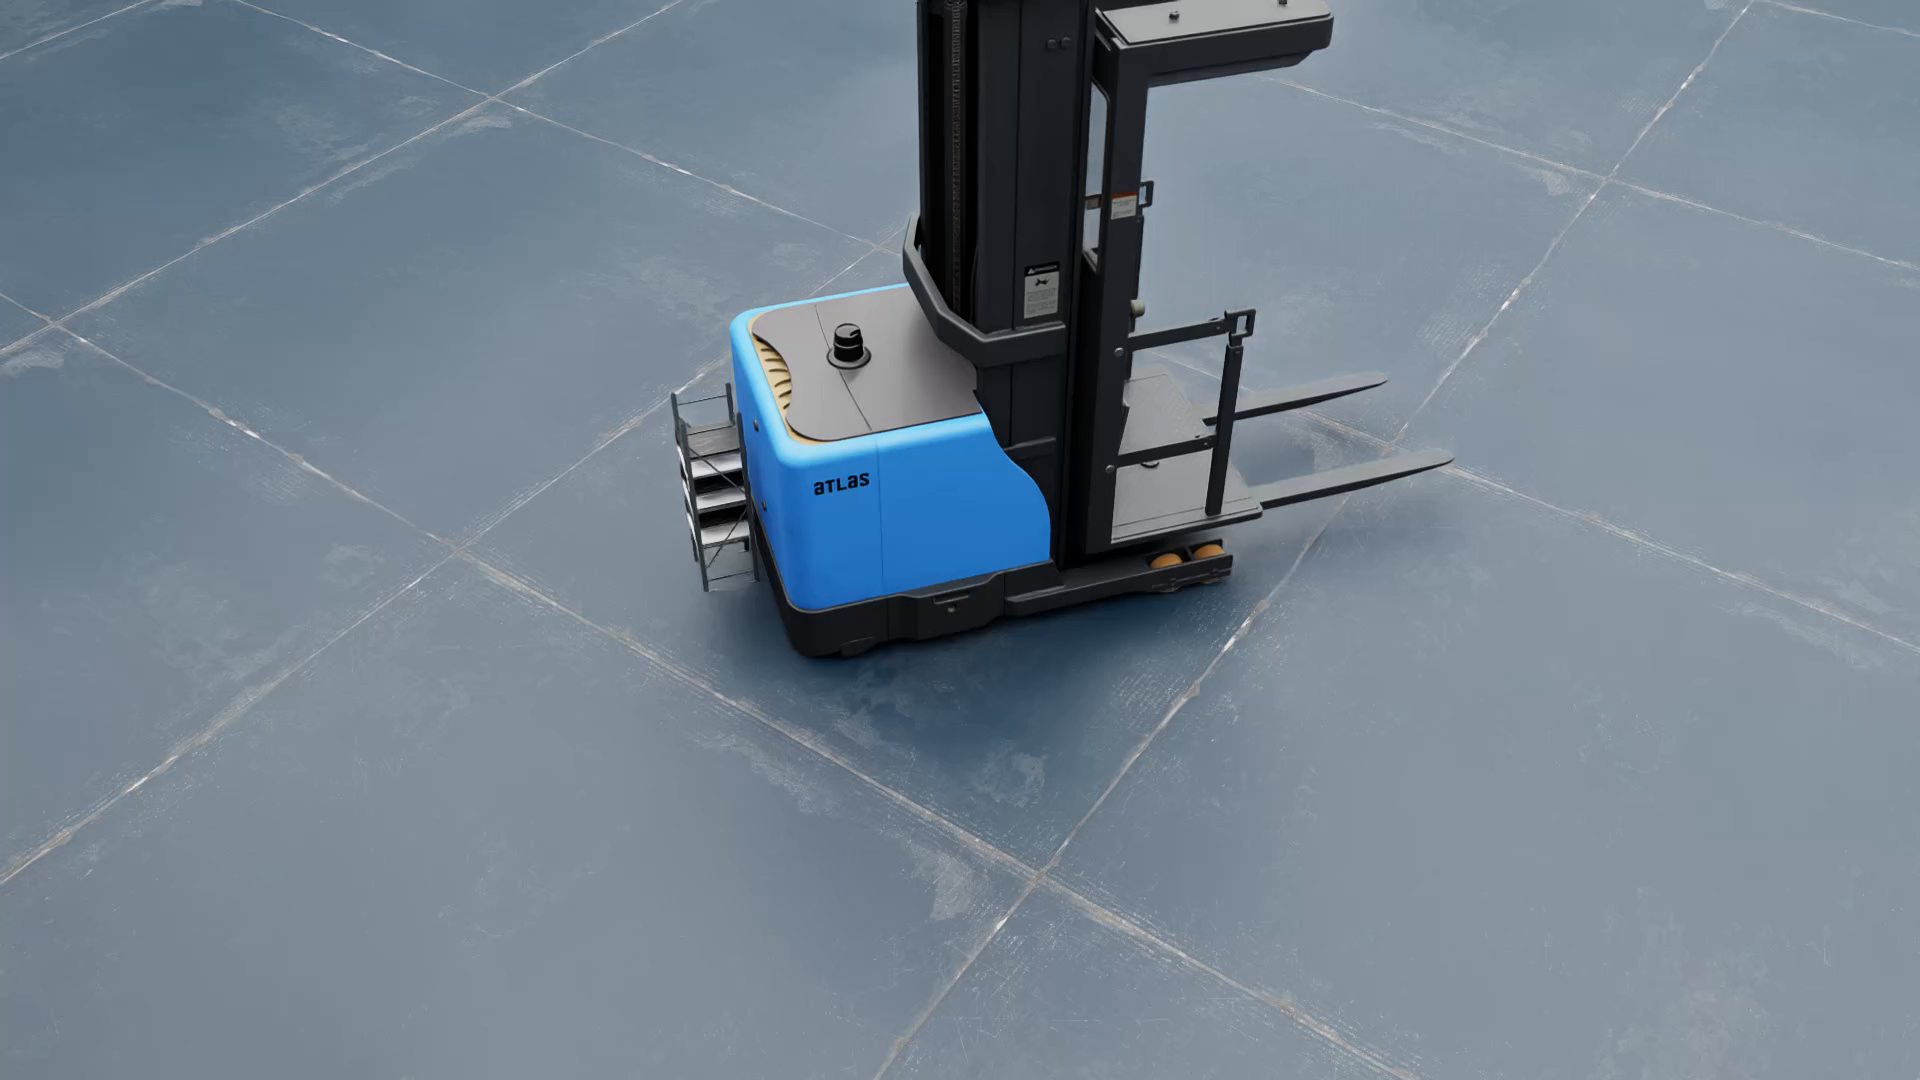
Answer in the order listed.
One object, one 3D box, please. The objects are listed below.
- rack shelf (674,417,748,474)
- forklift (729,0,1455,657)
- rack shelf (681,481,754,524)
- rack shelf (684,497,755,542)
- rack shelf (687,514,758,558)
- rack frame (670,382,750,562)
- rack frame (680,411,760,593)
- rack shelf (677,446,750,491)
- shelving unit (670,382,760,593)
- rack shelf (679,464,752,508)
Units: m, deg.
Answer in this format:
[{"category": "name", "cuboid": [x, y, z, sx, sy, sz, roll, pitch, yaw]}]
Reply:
[{"category": "rack shelf", "cuboid": [-0.995, -0.379, 6.643, 0.258, 0.077, 0.200, -12, 43, -13]}, {"category": "forklift", "cuboid": [0.638, -1.195, 6.388, 3.031, 2.935, 1.130, -12, 43, -13]}, {"category": "rack shelf", "cuboid": [-0.995, -0.178, 6.823, 0.258, 0.077, 0.200, -12, 43, -13]}, {"category": "rack shelf", "cuboid": [-0.994, -0.110, 6.883, 0.258, 0.077, 0.200, -12, 43, -13]}, {"category": "rack shelf", "cuboid": [-0.994, -0.043, 6.943, 0.258, 0.077, 0.200, -12, 43, -13]}, {"category": "rack frame", "cuboid": [-1.026, -0.267, 6.873, 0.240, 0.900, 0.006, -12, 43, -13]}, {"category": "rack frame", "cuboid": [-0.963, -0.138, 6.729, 0.240, 0.900, 0.006, -12, 43, -13]}, {"category": "rack shelf", "cuboid": [-0.995, -0.312, 6.703, 0.258, 0.077, 0.200, -12, 43, -13]}, {"category": "shelving unit", "cuboid": [-0.995, -0.202, 6.801, 0.258, 0.900, 0.210, -12, 43, -13]}, {"category": "rack shelf", "cuboid": [-0.995, -0.245, 6.763, 0.258, 0.077, 0.200, -12, 43, -13]}]
